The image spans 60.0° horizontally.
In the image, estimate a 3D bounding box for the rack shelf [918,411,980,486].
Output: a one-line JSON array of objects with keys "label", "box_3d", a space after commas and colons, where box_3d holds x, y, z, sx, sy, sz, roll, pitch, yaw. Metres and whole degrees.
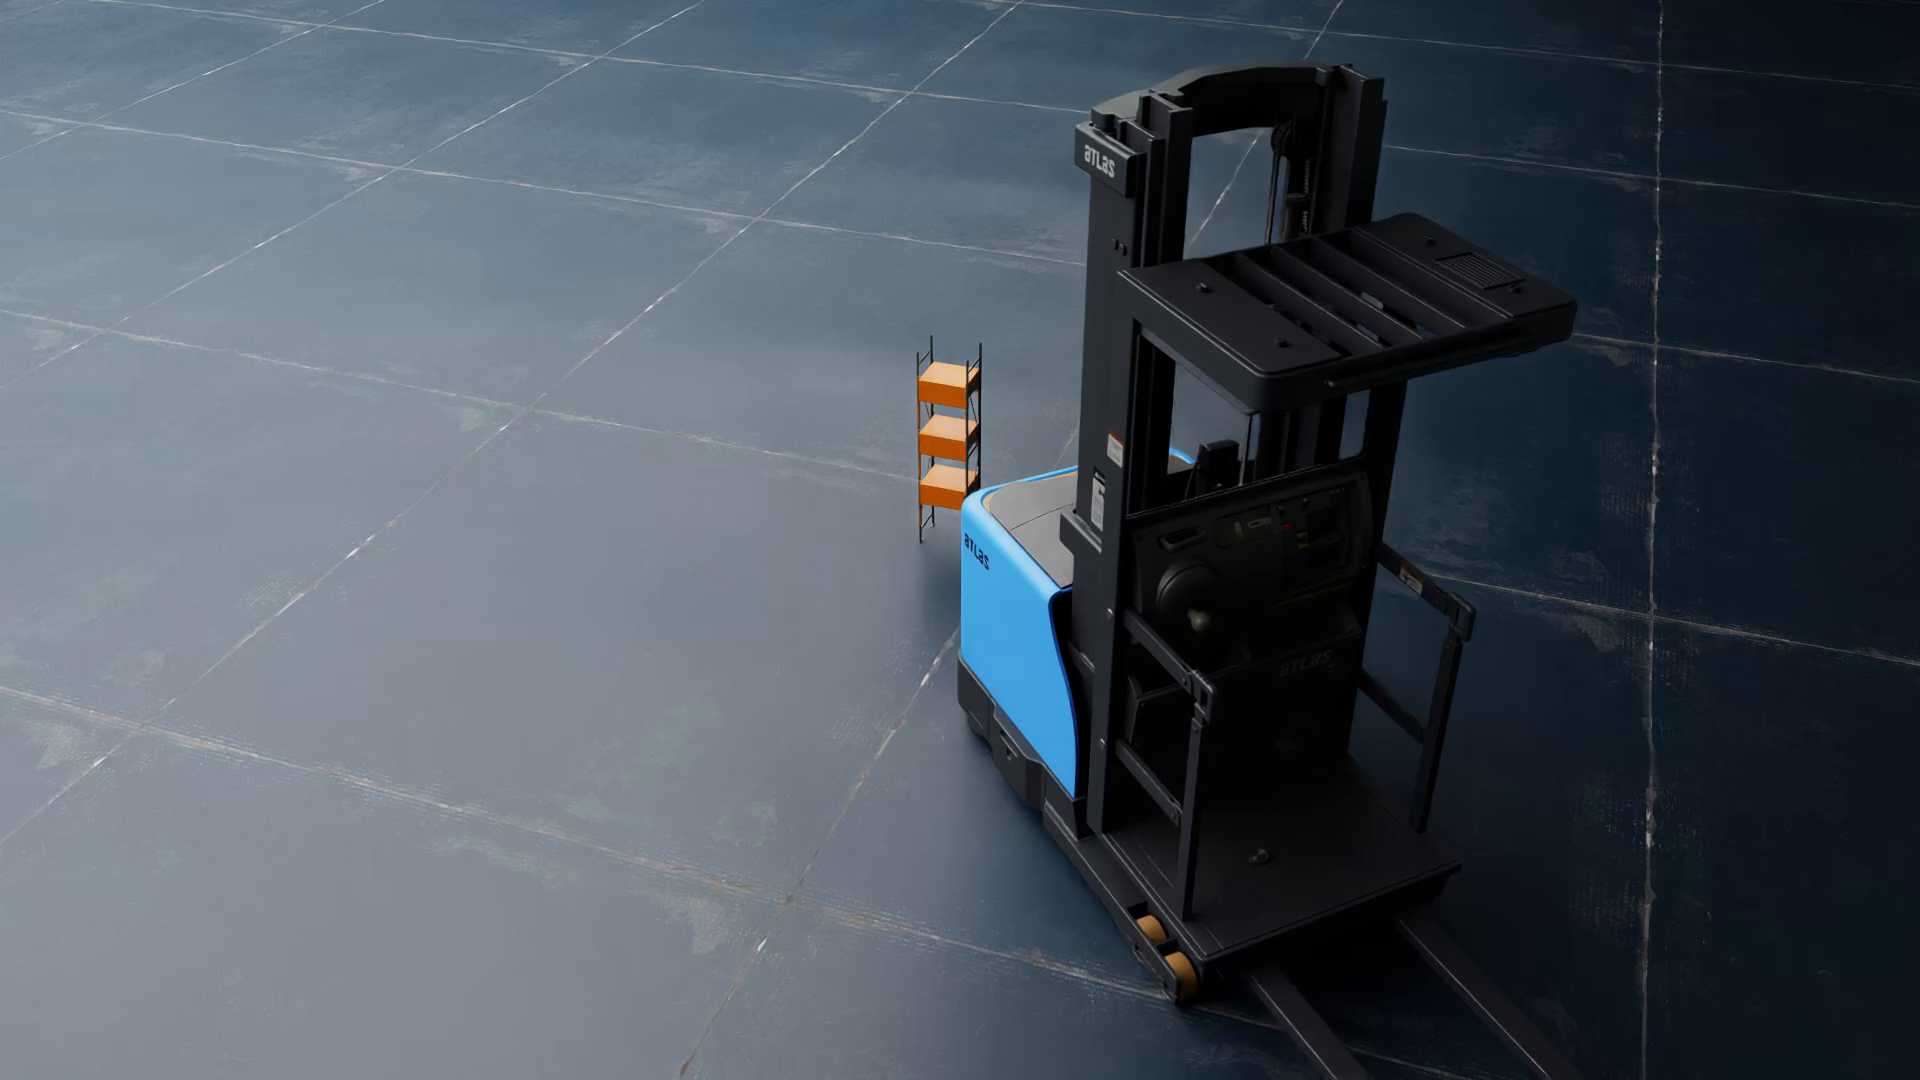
[{"label": "rack shelf", "box_3d": [-0.050, -0.442, 7.986, 0.240, 0.259, 0.215, 11, 34, 16]}]

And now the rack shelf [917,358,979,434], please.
[{"label": "rack shelf", "box_3d": [-0.050, -0.680, 7.832, 0.240, 0.259, 0.215, 11, 34, 16]}]

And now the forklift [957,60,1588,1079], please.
[{"label": "forklift", "box_3d": [1.081, 0.094, 5.402, 1.130, 2.935, 3.031, -15, 36, -21]}]

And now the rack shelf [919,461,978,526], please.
[{"label": "rack shelf", "box_3d": [-0.050, -0.208, 8.137, 0.240, 0.259, 0.215, 11, 34, 16]}]

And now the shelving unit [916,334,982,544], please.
[{"label": "shelving unit", "box_3d": [-0.050, -0.451, 7.980, 0.252, 1.050, 0.215, 11, 34, 16]}]

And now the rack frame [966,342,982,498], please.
[{"label": "rack frame", "box_3d": [0.064, -0.429, 7.946, 0.008, 1.050, 0.200, 11, 34, 16]}]

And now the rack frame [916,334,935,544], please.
[{"label": "rack frame", "box_3d": [-0.165, -0.473, 8.015, 0.008, 1.050, 0.200, 11, 34, 16]}]
